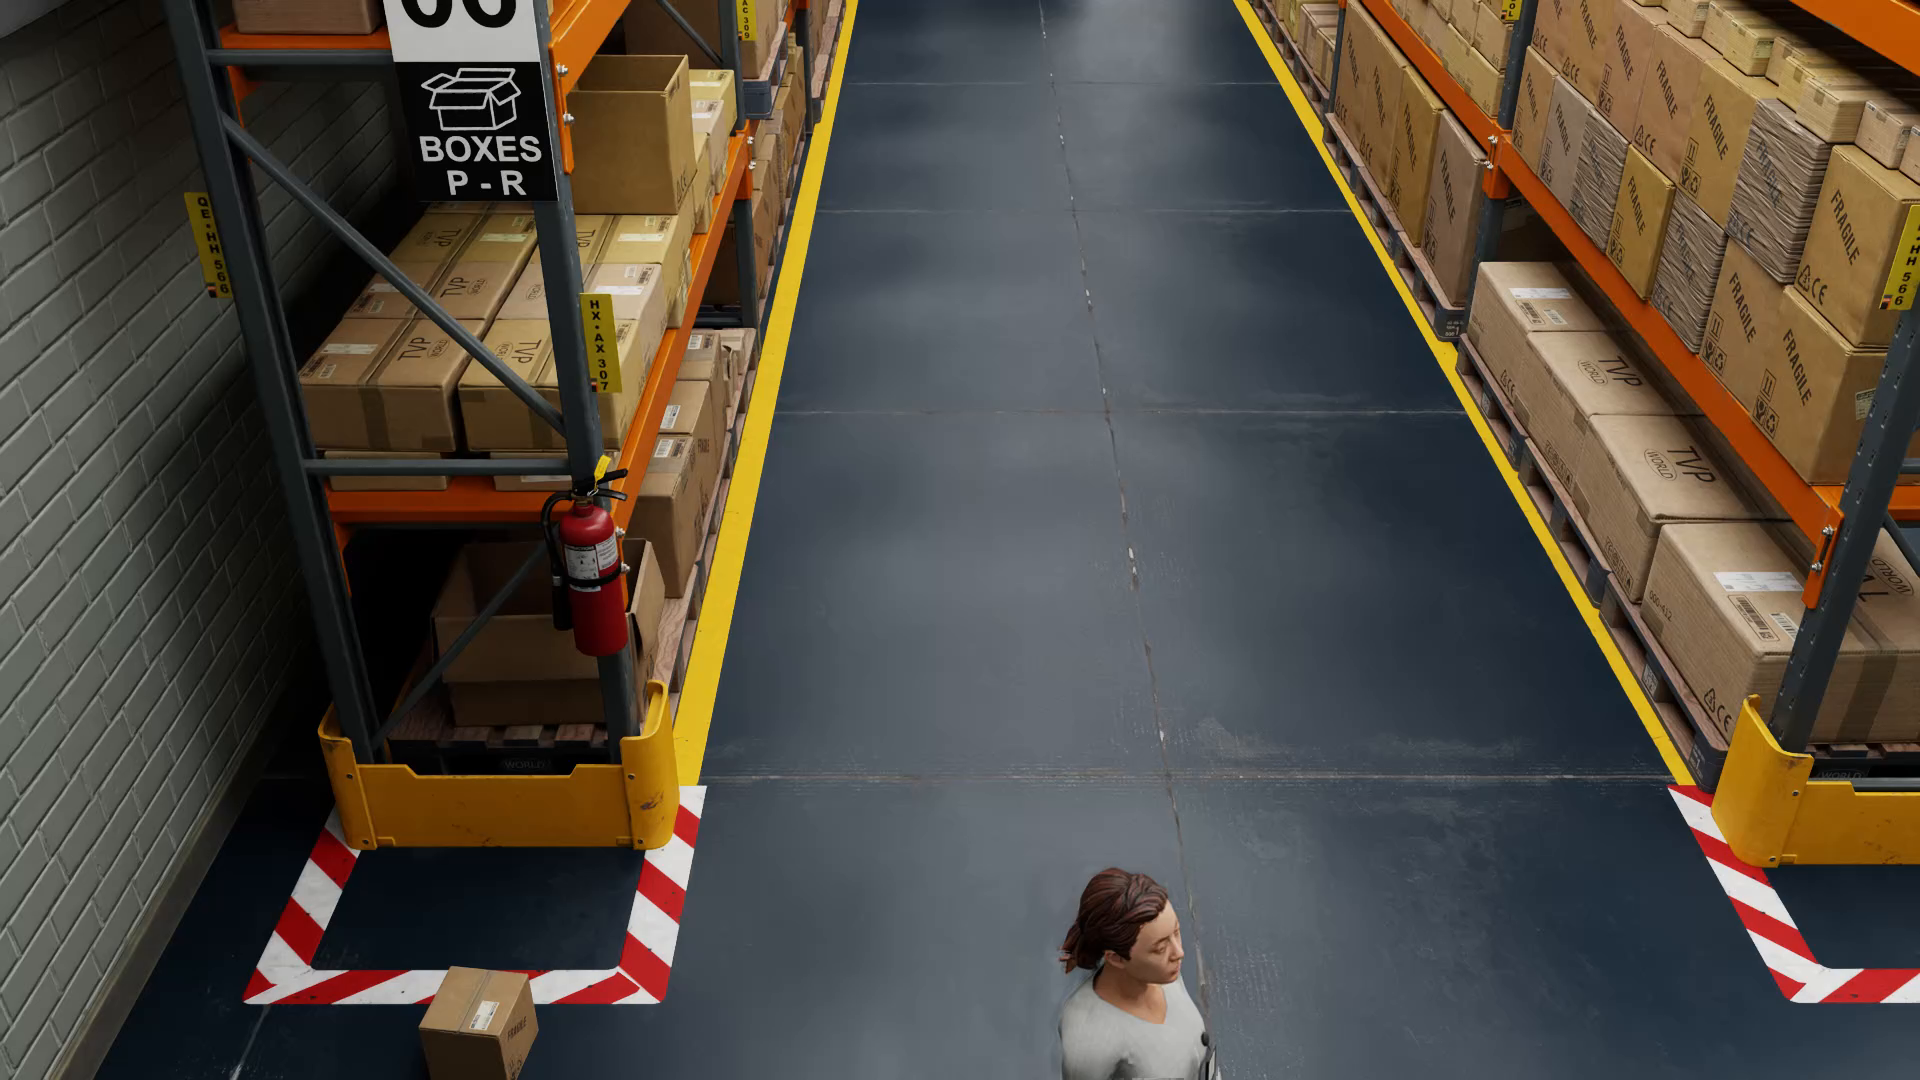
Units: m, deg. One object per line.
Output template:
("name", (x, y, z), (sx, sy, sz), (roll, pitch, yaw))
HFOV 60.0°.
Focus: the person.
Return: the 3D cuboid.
("person", (0.341, 1.402, 3.849), (0.820, 1.635, 0.434), (23, 38, 32))
